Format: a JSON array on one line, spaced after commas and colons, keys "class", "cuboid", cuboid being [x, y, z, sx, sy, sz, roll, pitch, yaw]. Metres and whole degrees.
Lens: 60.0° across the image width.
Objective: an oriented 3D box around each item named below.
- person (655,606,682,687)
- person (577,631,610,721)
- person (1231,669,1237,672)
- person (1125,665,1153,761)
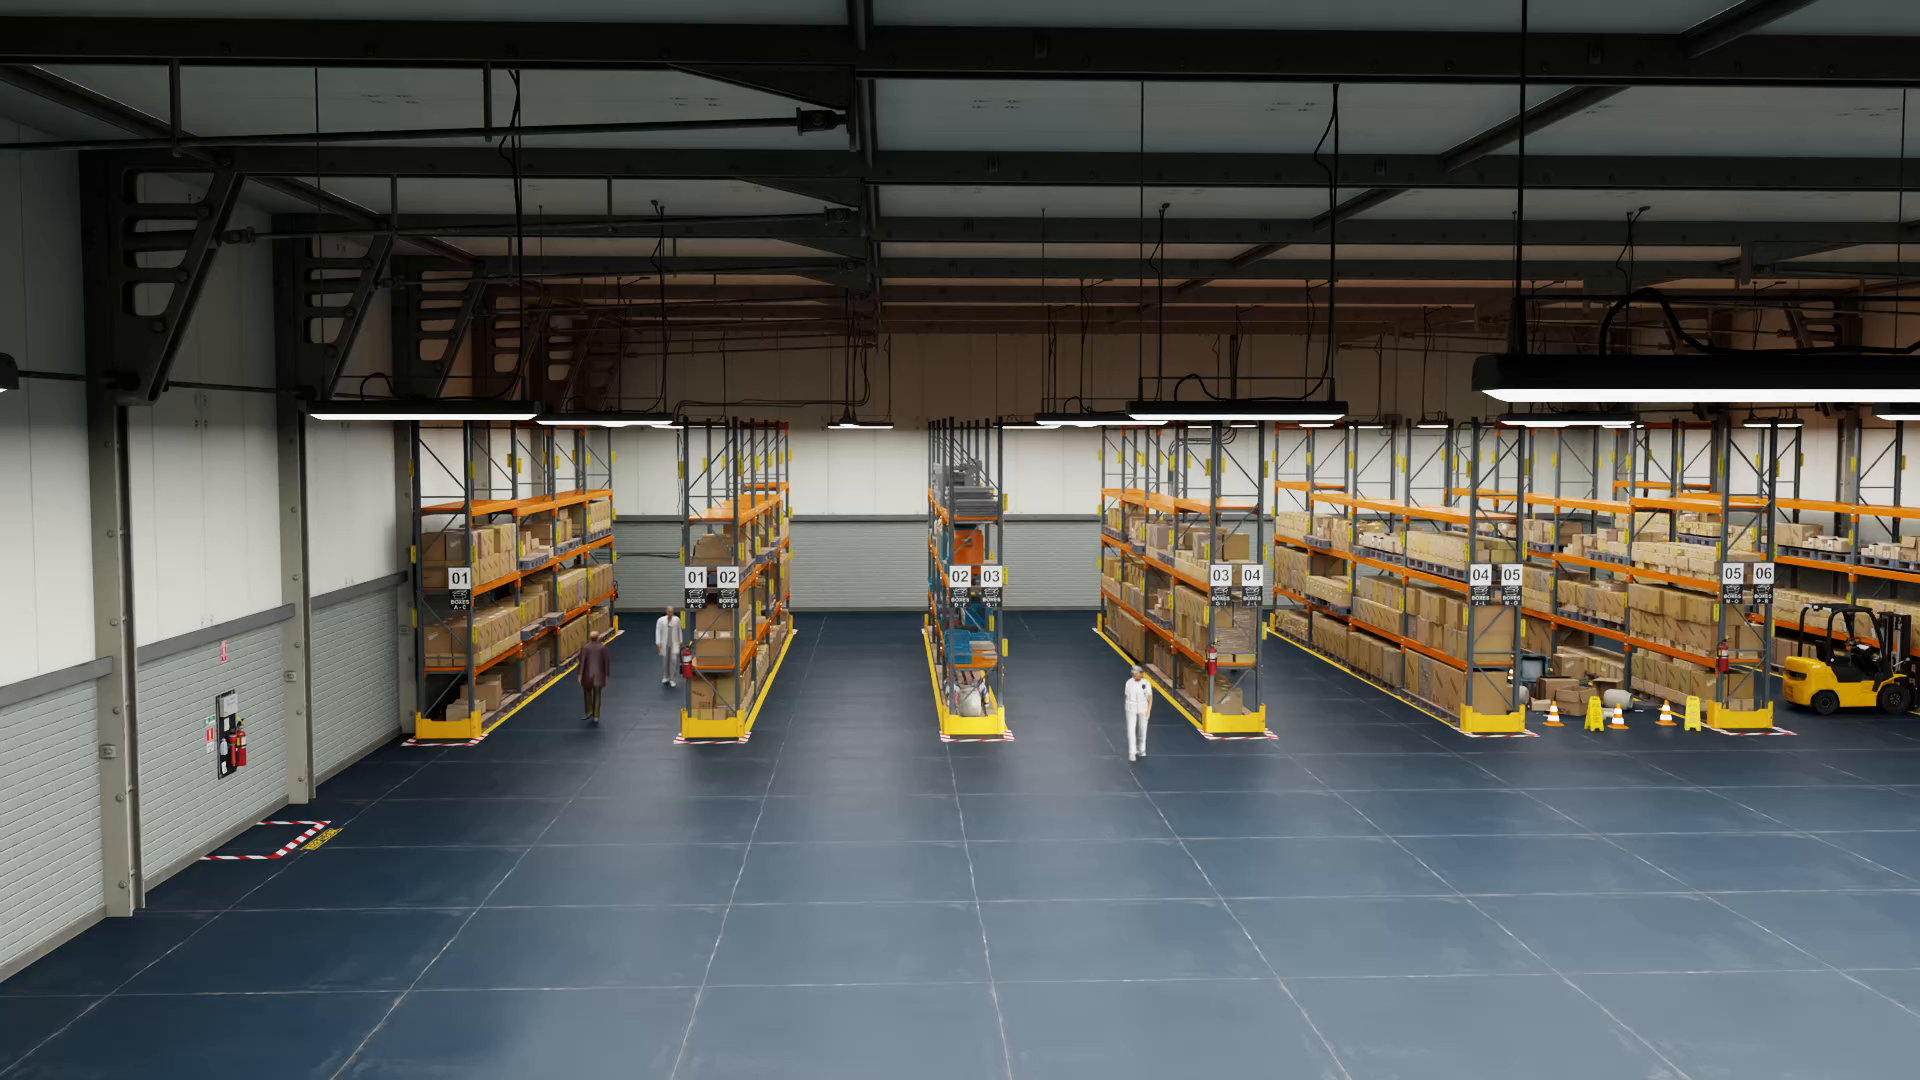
[{"class": "person", "cuboid": [-6.581, 2.395, 37.630, 0.623, 1.820, 0.680, -1, 4, -14]}, {"class": "person", "cuboid": [-7.236, 2.707, 32.864, 0.632, 1.814, 0.594, -1, 4, -15]}, {"class": "person", "cuboid": [6.577, 2.286, 39.771, 0.598, 1.702, 0.605, 1, 4, 11]}, {"class": "person", "cuboid": [3.107, 3.000, 28.950, 0.493, 1.626, 0.919, 0, 4, 7]}]
